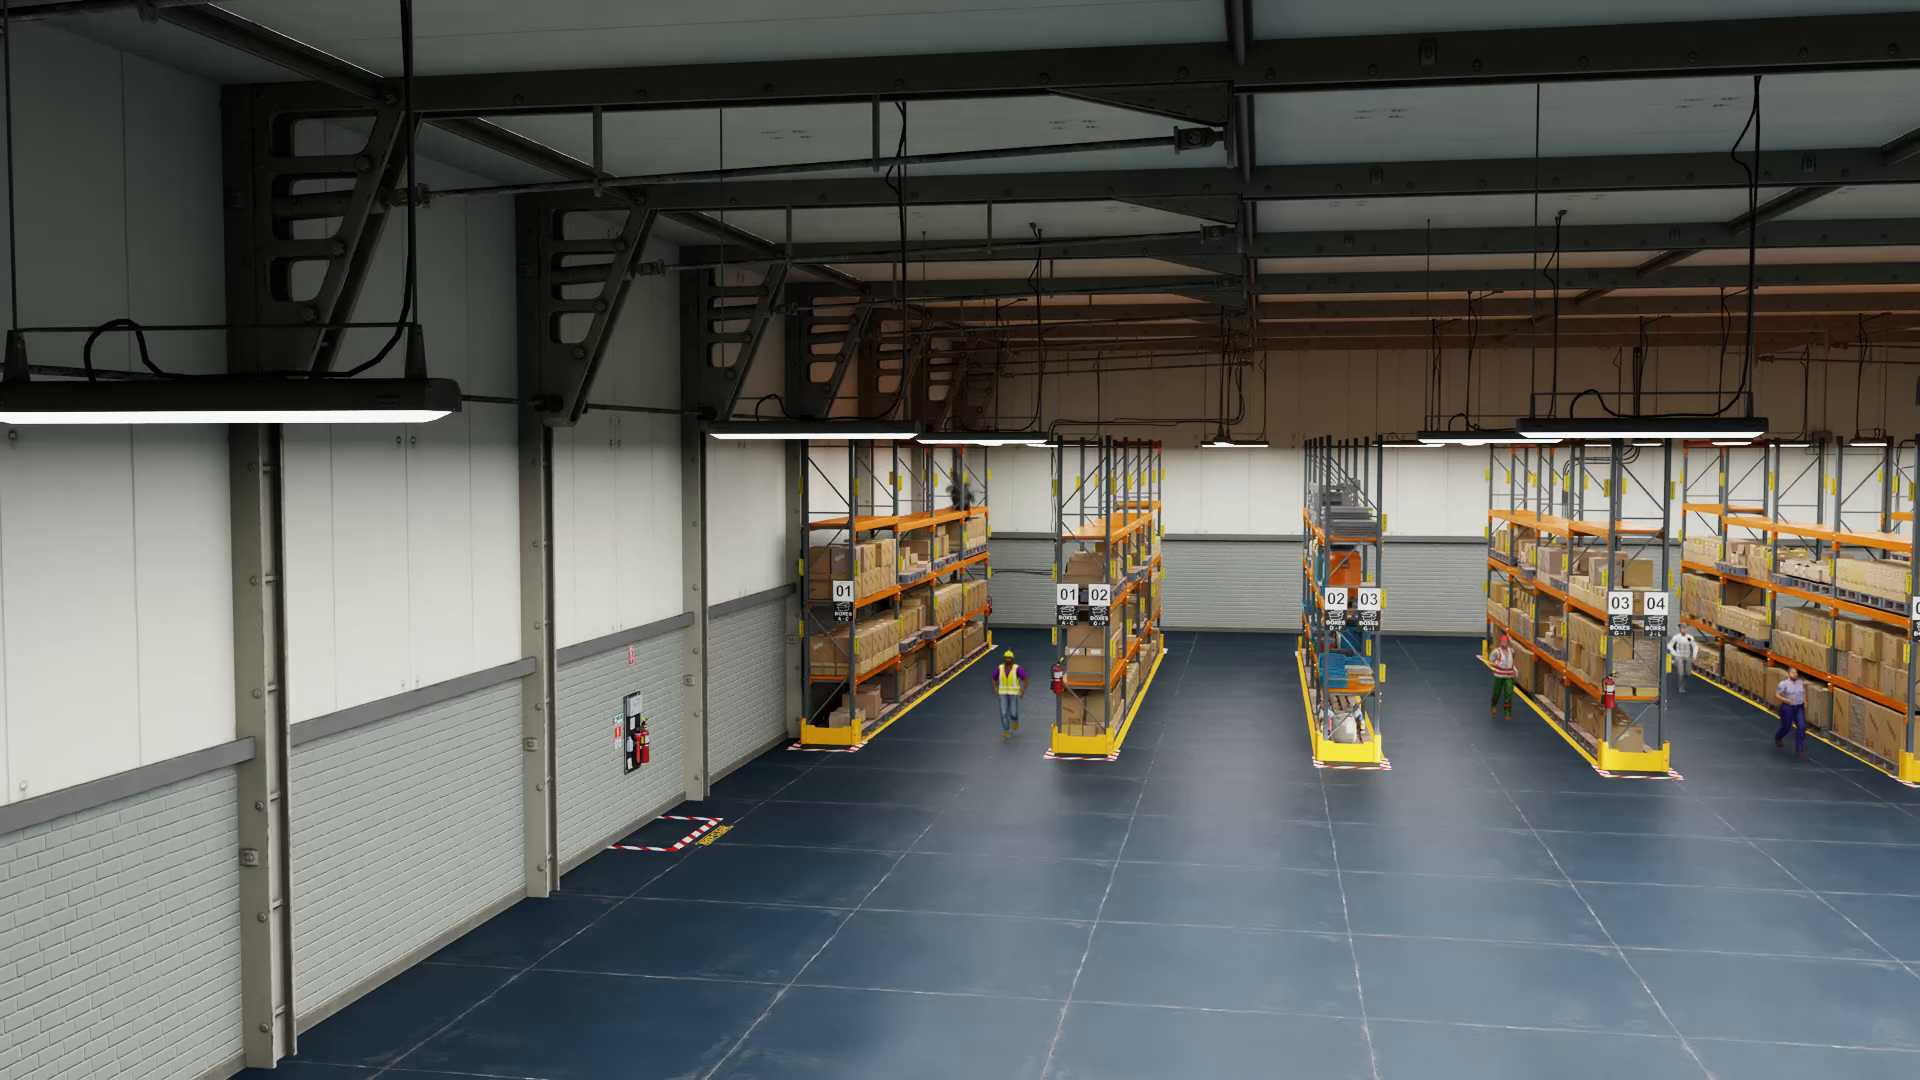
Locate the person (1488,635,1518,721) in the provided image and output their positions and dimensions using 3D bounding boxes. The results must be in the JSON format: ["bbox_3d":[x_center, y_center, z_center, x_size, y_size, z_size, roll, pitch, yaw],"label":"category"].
[{"bbox_3d":[11.483,2.892,35.175,0.664,1.772,0.999,0,3,1],"label":"person"}]

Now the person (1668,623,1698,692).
[{"bbox_3d":[17.103,2.765,39.348,0.667,1.643,0.585,1,3,12],"label":"person"}]

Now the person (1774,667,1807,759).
[{"bbox_3d":[15.646,3.258,31.275,0.619,1.573,0.931,0,3,2],"label":"person"}]

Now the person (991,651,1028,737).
[{"bbox_3d":[0.986,3.066,33.197,0.749,1.724,0.622,1,3,11],"label":"person"}]
